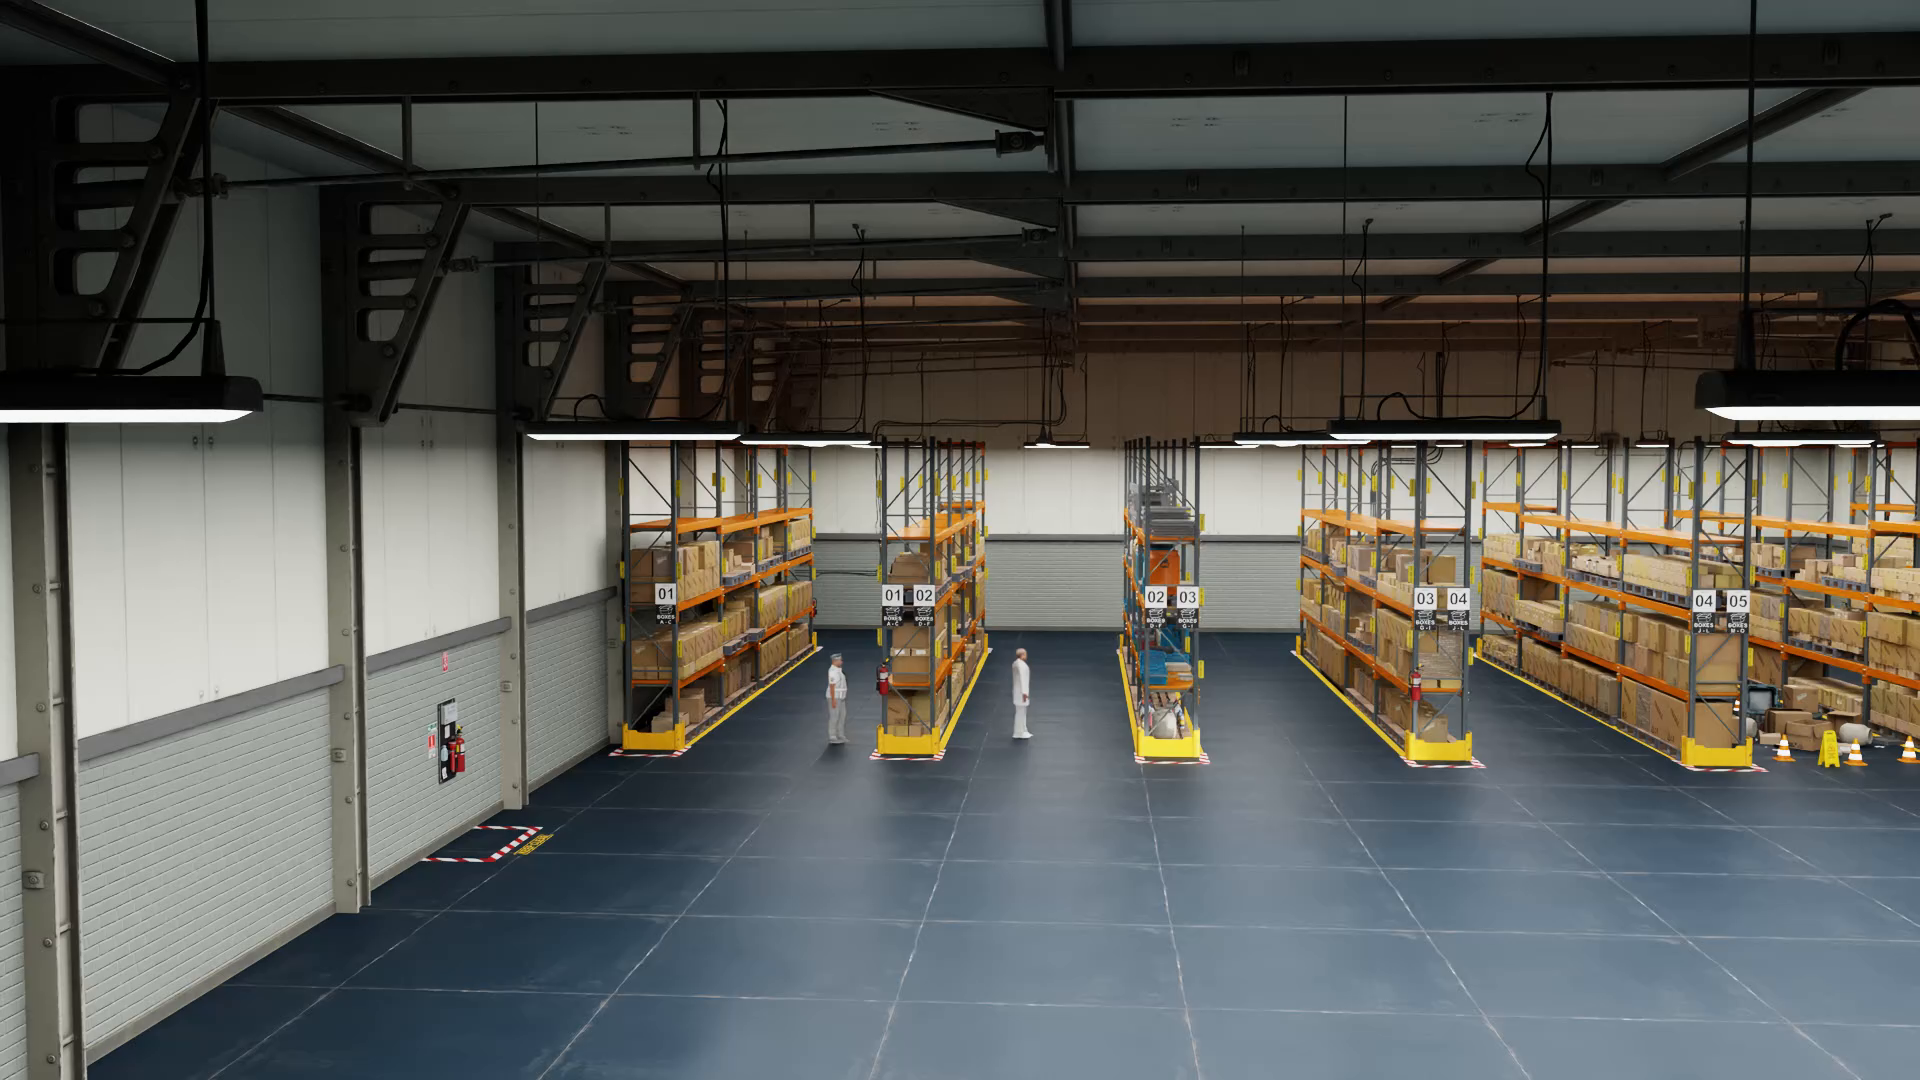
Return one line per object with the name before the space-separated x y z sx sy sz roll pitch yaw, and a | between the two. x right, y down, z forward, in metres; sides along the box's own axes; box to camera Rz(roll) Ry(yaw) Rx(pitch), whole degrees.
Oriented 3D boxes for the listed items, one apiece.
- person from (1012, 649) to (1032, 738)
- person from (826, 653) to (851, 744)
person | 1.281 3.074 33.237 0.464 1.815 0.679 -1 3 -10
person | -2.397 3.122 32.592 0.452 1.815 0.592 0 3 8
